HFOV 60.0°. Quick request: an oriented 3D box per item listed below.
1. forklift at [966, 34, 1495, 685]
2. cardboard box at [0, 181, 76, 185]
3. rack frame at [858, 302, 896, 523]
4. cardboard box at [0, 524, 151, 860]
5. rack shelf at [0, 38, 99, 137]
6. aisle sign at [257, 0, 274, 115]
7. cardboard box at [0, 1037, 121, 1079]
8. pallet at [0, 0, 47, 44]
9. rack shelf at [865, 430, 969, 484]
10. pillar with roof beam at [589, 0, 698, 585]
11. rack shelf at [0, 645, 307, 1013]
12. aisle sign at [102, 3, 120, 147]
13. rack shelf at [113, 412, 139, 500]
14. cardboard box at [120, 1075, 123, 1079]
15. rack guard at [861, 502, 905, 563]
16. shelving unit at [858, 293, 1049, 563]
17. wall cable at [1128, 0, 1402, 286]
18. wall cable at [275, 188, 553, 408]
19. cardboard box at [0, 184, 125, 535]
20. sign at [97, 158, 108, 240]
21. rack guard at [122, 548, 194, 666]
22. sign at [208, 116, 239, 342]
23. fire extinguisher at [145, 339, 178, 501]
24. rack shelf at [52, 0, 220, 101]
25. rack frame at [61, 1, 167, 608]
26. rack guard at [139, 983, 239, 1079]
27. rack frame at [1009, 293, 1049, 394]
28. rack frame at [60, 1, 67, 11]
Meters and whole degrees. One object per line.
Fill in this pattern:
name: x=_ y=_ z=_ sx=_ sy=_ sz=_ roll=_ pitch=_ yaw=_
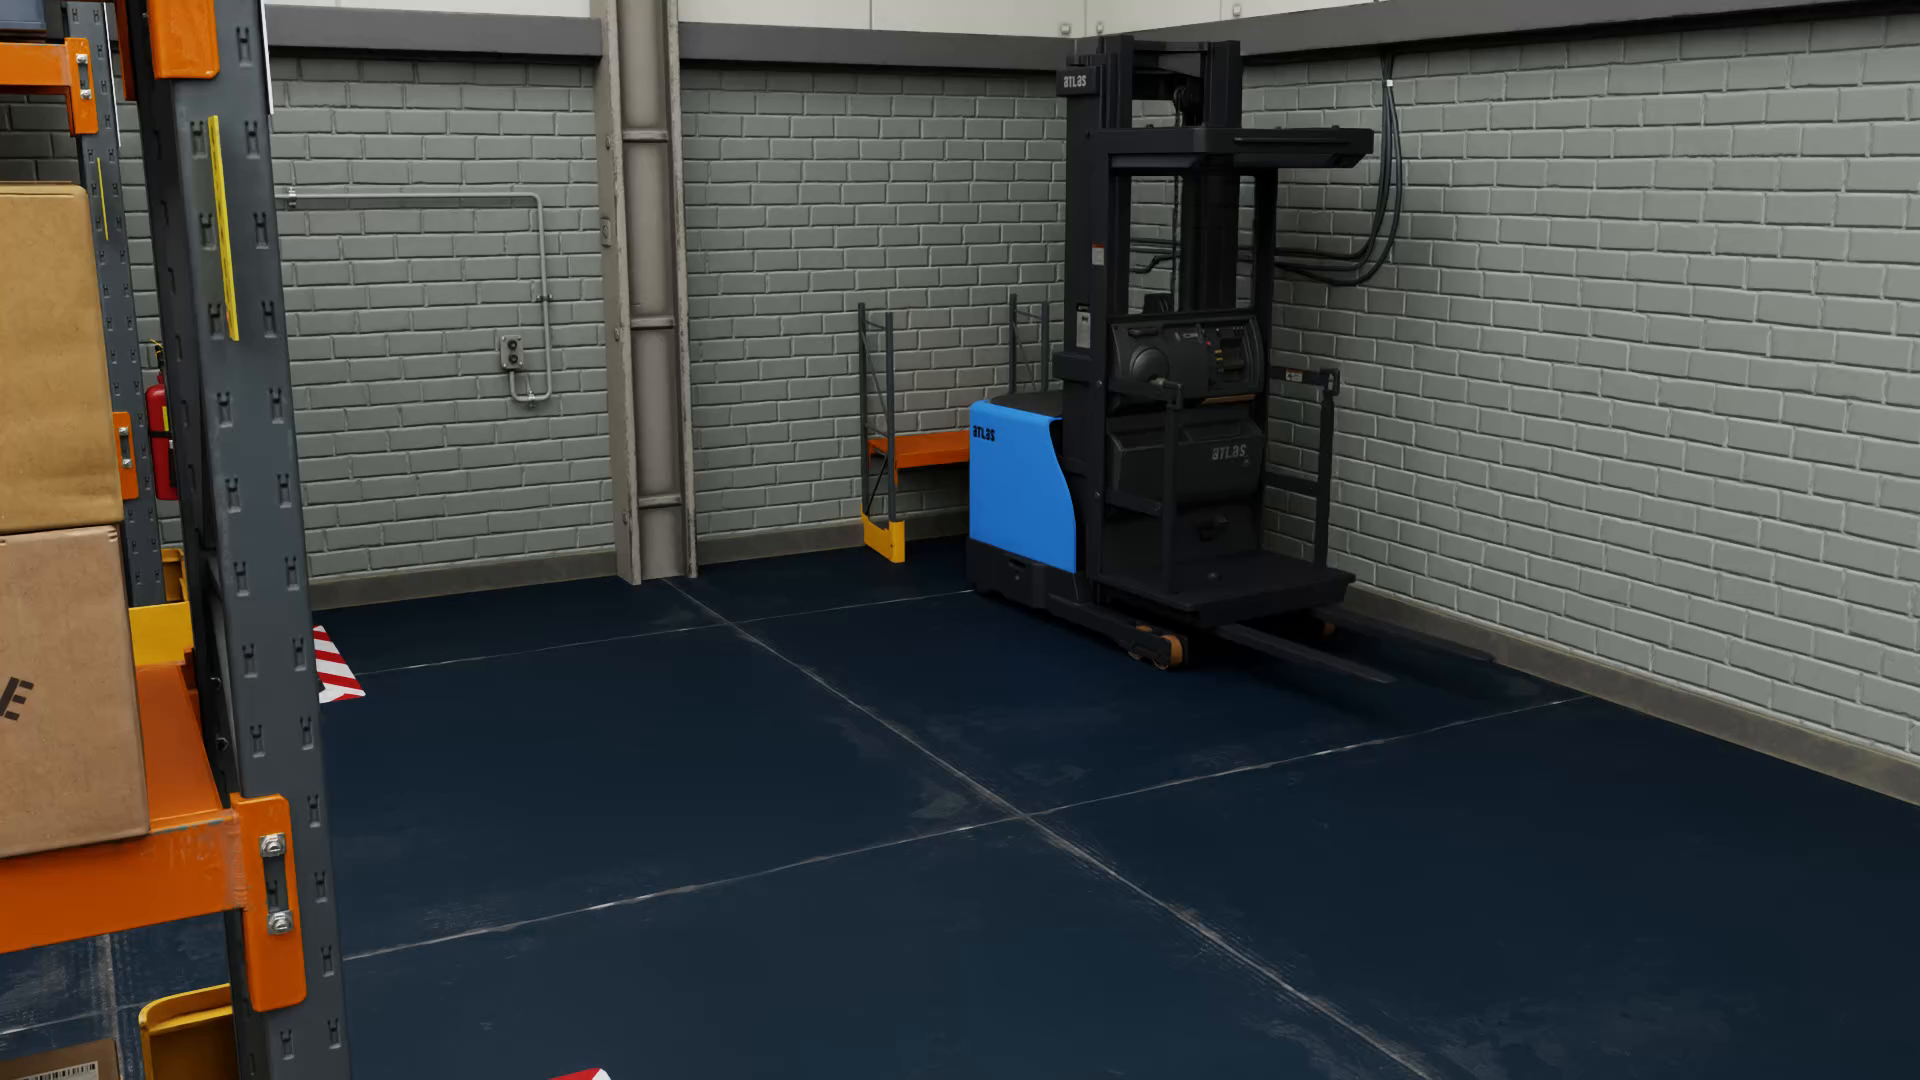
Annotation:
forklift: x=1.251 y=-0.934 z=8.082 sx=1.130 sy=2.935 sz=3.031 roll=-8 pitch=15 yaw=-32
cardboard box: x=-1.860 y=-0.393 z=3.018 sx=0.500 sy=0.500 sz=0.500 roll=-6 pitch=14 yaw=-26
rack frame: x=-0.500 y=-0.656 z=10.062 sx=0.032 sy=1.500 sz=0.500 roll=-7 pitch=17 yaw=-23
cardboard box: x=-1.607 y=0.199 z=2.666 sx=0.500 sy=0.500 sz=0.500 roll=-6 pitch=14 yaw=-26
rack shelf: x=-5.476 y=-1.708 z=6.175 sx=4.000 sy=0.370 sz=1.077 roll=-7 pitch=14 yaw=-28
aisle sign: x=-1.137 y=-1.068 z=2.604 sx=0.004 sy=0.787 sz=0.394 roll=-7 pitch=14 yaw=-28
cardboard box: x=-1.703 y=1.257 z=2.881 sx=0.500 sy=0.500 sz=0.500 roll=-7 pitch=14 yaw=-28
pallet: x=-4.367 y=-2.146 z=6.685 sx=1.213 sy=0.211 sz=1.003 roll=-7 pitch=14 yaw=-28
rack shelf: x=-0.035 y=-0.540 z=10.307 sx=1.000 sy=0.185 sz=0.538 roll=-7 pitch=17 yaw=-23
pillar with roof beam: x=0.297 y=-3.354 z=5.018 sx=0.400 sy=9.000 sz=9.100 roll=-7 pitch=14 yaw=-28
rack shelf: x=-3.100 y=0.709 z=2.264 sx=4.000 sy=0.370 sz=1.077 roll=-7 pitch=14 yaw=-28
aisle sign: x=-3.514 y=-2.024 z=6.851 sx=0.004 sy=0.787 sz=0.394 roll=-7 pitch=14 yaw=-28
rack shelf: x=-5.476 y=-0.245 z=6.504 sx=4.000 sy=0.370 sz=1.077 roll=-7 pitch=14 yaw=-28
cardboard box: x=-1.876 y=1.302 z=3.483 sx=0.250 sy=0.149 sz=0.380 roll=-7 pitch=14 yaw=-28
rack guard: x=-0.480 y=-0.056 z=10.235 sx=0.087 sy=0.250 sz=0.587 roll=-7 pitch=17 yaw=-23
shelving unit: x=-0.027 y=-0.714 z=10.263 sx=1.083 sy=1.500 sz=0.587 roll=-7 pitch=17 yaw=-23
wall cable: x=1.415 y=-2.744 z=9.380 sx=0.112 sy=2.526 sz=3.097 roll=-7 pitch=14 yaw=-28
wall cable: x=-3.050 y=-1.619 z=8.657 sx=1.851 sy=1.984 sz=0.084 roll=-7 pitch=14 yaw=-28
cardboard box: x=-1.603 y=-0.289 z=2.556 sx=0.500 sy=0.500 sz=0.500 roll=-7 pitch=14 yaw=-28
sign: x=-3.473 y=-1.381 z=6.736 sx=0.005 sy=0.325 sz=0.100 roll=-7 pitch=14 yaw=-28
rack guard: x=-3.700 y=0.411 z=7.646 sx=0.348 sy=0.500 sz=1.175 roll=-7 pitch=14 yaw=-28
sign: x=-1.096 y=-0.462 z=2.473 sx=0.005 sy=0.325 sz=0.100 roll=-7 pitch=14 yaw=-28
fire extinguisher: x=-3.367 y=-0.514 z=7.085 sx=0.183 sy=0.674 sz=0.296 roll=-7 pitch=14 yaw=-28
rack shelf: x=-3.100 y=-0.754 z=1.935 sx=4.000 sy=0.370 sz=1.077 roll=-7 pitch=14 yaw=-28
rack frame: x=-3.721 y=-0.806 z=7.360 sx=0.127 sy=3.000 sz=1.000 roll=-7 pitch=14 yaw=-28
rack guard: x=-1.411 y=1.375 z=3.359 sx=0.348 sy=0.500 sz=1.175 roll=-7 pitch=14 yaw=-28
rack frame: x=0.430 y=-0.770 z=10.457 sx=0.032 sy=1.500 sz=0.500 roll=-7 pitch=17 yaw=-23
rack frame: x=-3.721 y=-3.733 z=6.701 sx=0.127 sy=3.000 sz=1.000 roll=-7 pitch=14 yaw=-28
